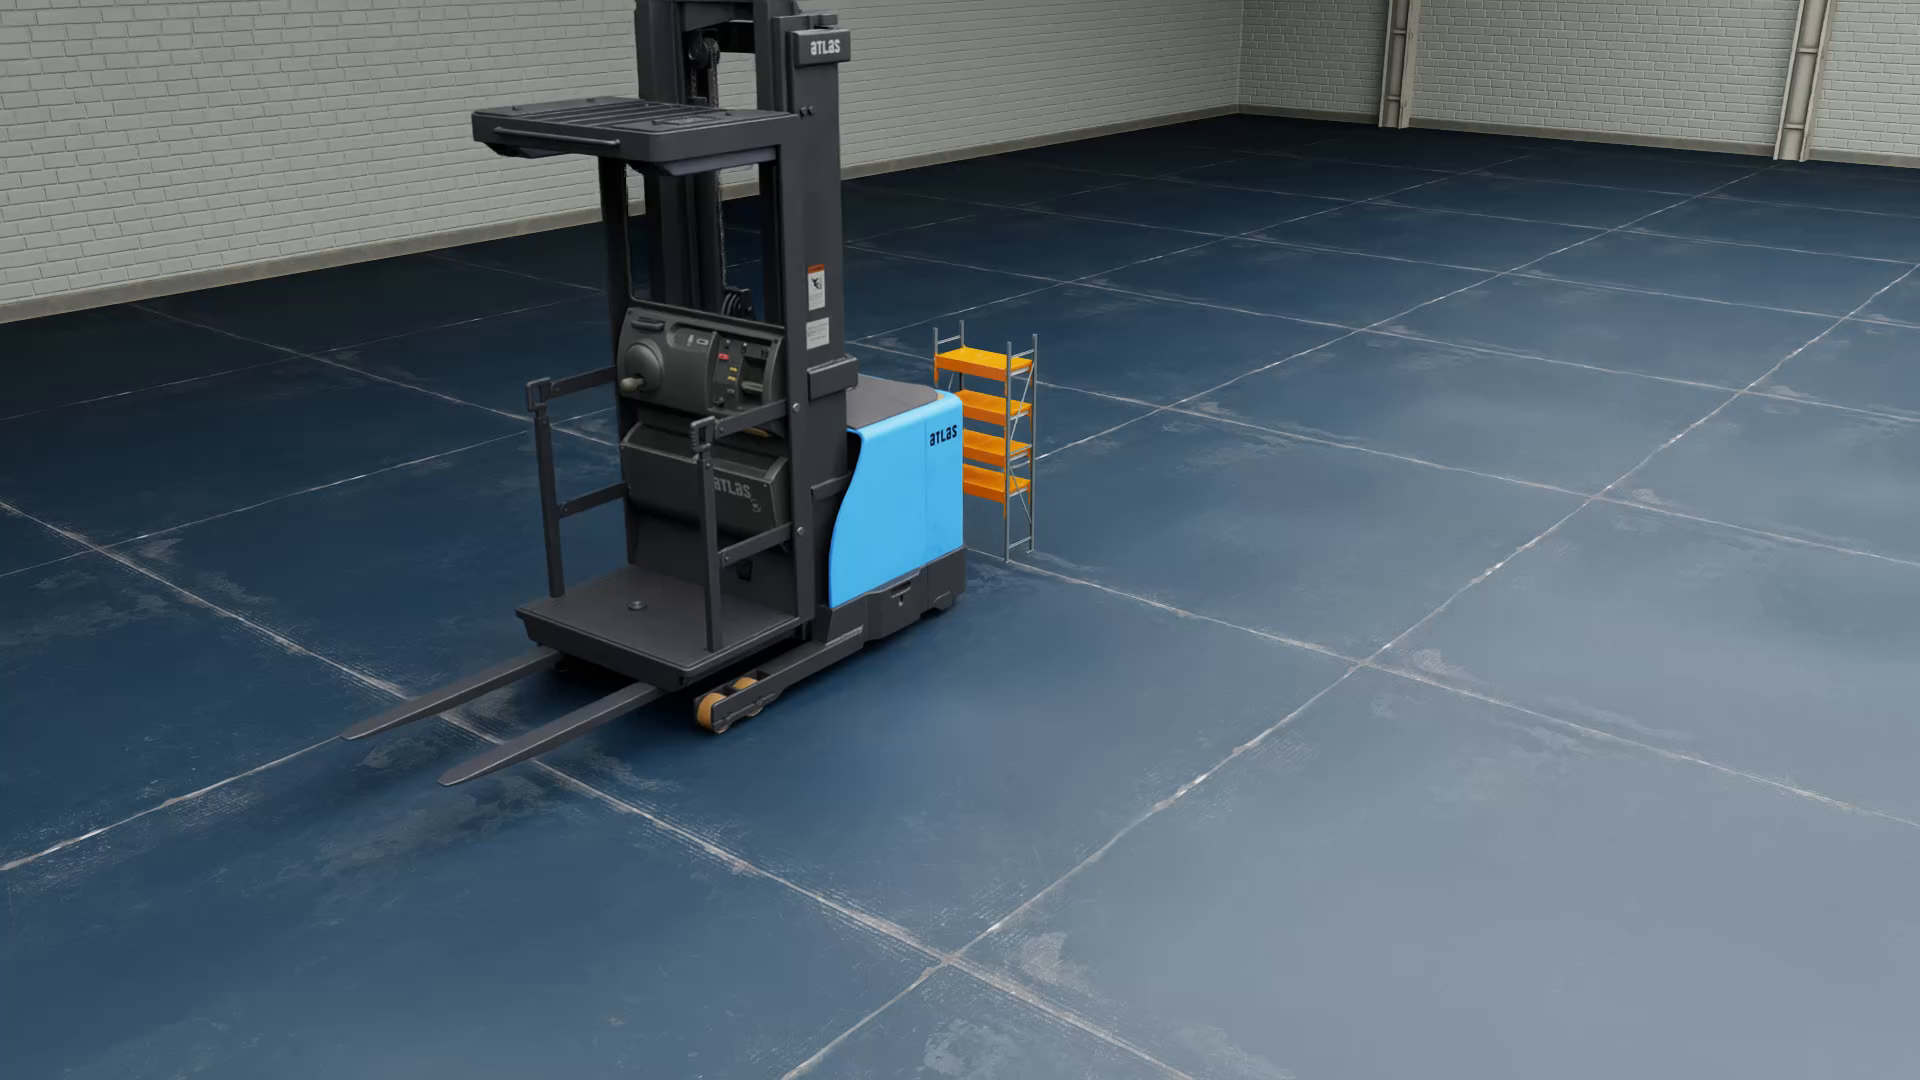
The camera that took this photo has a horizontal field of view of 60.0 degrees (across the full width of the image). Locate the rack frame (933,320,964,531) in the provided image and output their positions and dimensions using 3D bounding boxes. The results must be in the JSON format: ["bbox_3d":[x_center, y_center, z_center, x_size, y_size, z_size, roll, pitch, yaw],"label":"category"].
[{"bbox_3d":[-0.061,-0.579,9.003,0.015,1.200,0.240,16,26,36],"label":"rack frame"}]

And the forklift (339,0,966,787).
[{"bbox_3d":[-1.256,-0.753,7.012,1.130,2.935,3.031,15,25,34],"label":"forklift"}]

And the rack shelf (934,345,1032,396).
[{"bbox_3d":[0.128,-0.892,8.720,0.480,0.148,0.258,16,26,36],"label":"rack shelf"}]

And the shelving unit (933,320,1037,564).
[{"bbox_3d":[0.128,-0.524,8.859,0.503,1.200,0.258,16,26,36],"label":"shelving unit"}]

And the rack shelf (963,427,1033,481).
[{"bbox_3d":[0.128,-0.462,8.882,0.480,0.148,0.258,16,26,36],"label":"rack shelf"}]

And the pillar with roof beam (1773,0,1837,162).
[{"bbox_3d":[8.939,-8.379,18.634,0.400,9.000,9.100,16,26,36],"label":"pillar with roof beam"}]

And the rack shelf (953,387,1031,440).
[{"bbox_3d":[0.128,-0.671,8.803,0.480,0.148,0.258,16,26,36],"label":"rack shelf"}]

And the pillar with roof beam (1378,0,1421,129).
[{"bbox_3d":[4.291,-9.717,22.183,0.400,9.000,9.100,16,26,36],"label":"pillar with roof beam"}]

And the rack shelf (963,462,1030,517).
[{"bbox_3d":[0.128,-0.276,8.952,0.480,0.148,0.258,16,26,36],"label":"rack shelf"}]

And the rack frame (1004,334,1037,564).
[{"bbox_3d":[0.317,-0.470,8.714,0.015,1.200,0.240,16,26,36],"label":"rack frame"}]
